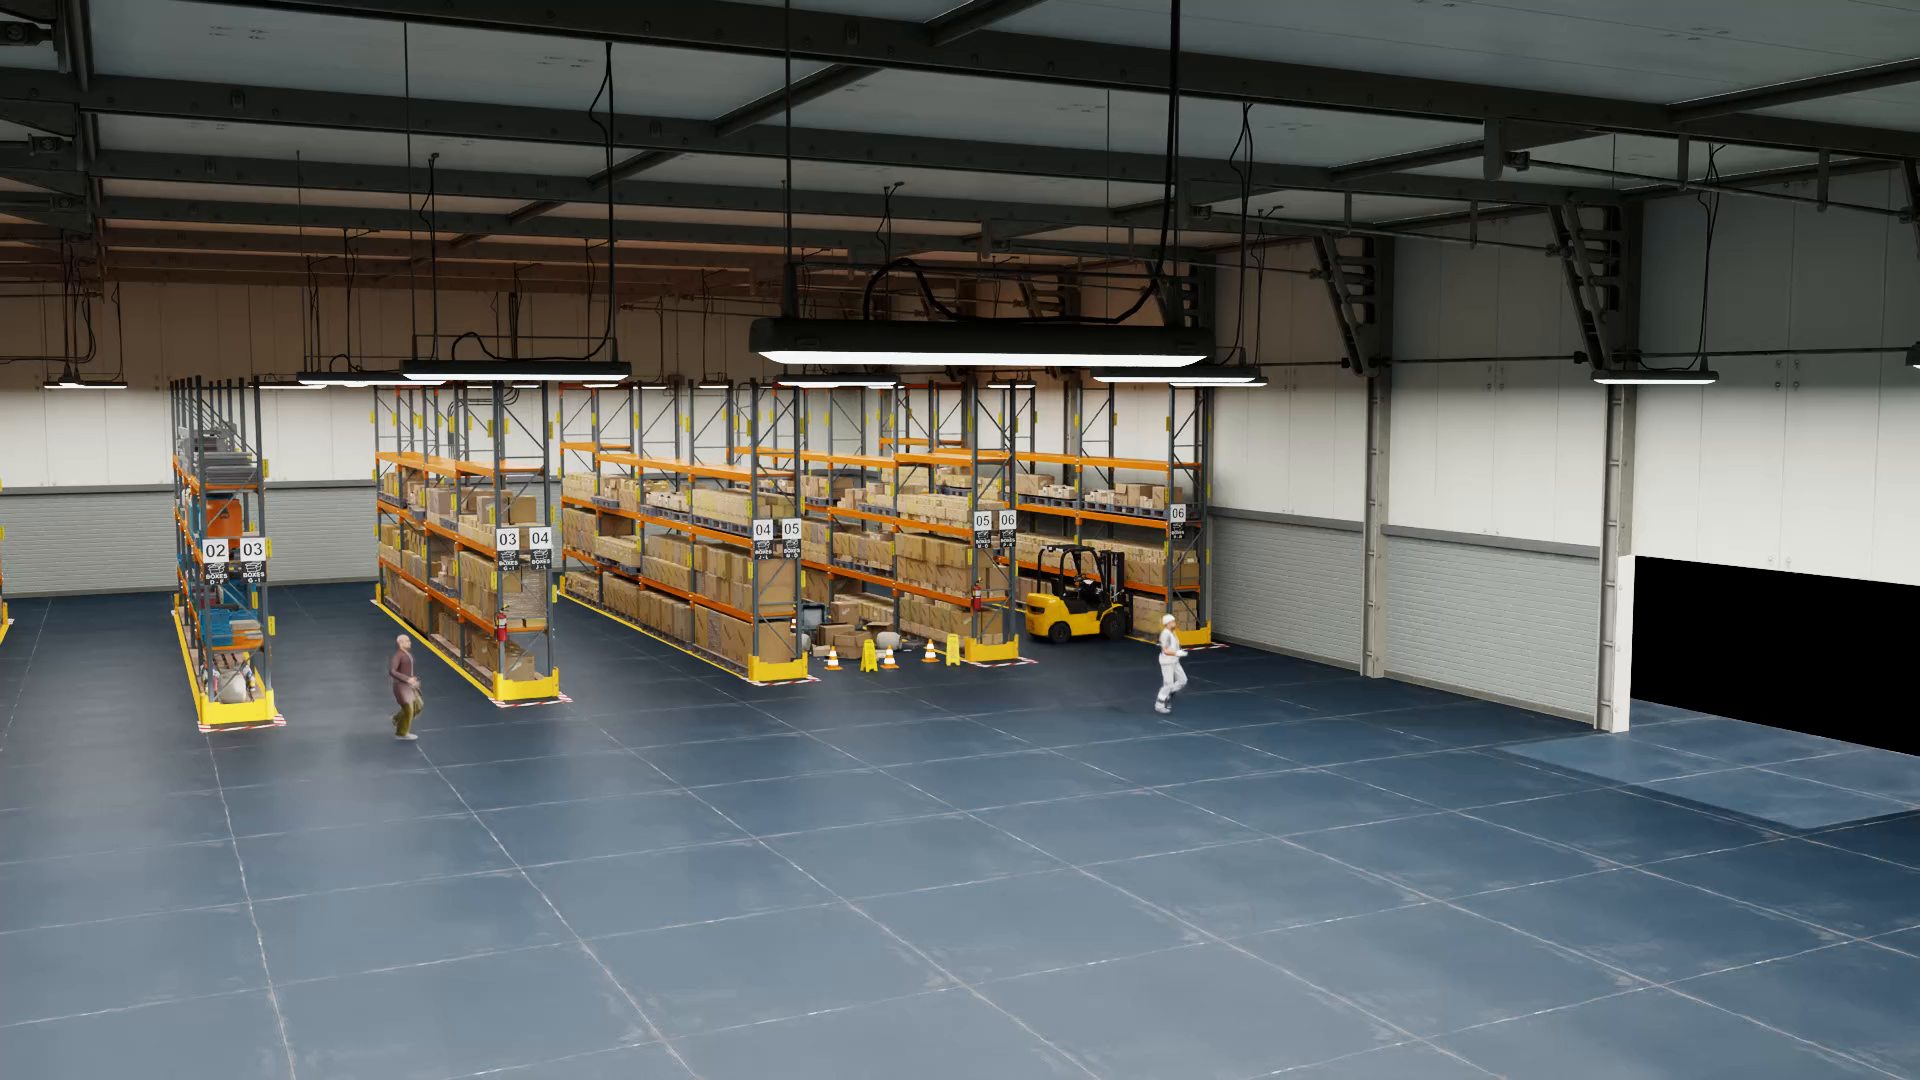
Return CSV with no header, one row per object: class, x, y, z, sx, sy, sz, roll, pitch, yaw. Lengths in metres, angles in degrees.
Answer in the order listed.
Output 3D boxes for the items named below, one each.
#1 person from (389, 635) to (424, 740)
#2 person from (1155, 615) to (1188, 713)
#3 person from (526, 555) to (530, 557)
person,-9.132,2.421,27.324,0.635,1.738,0.731,1,5,6
person,3.779,2.201,29.581,0.622,1.757,0.685,3,6,26
person,-11.721,0.970,45.298,0.624,1.556,0.949,-1,5,-13
